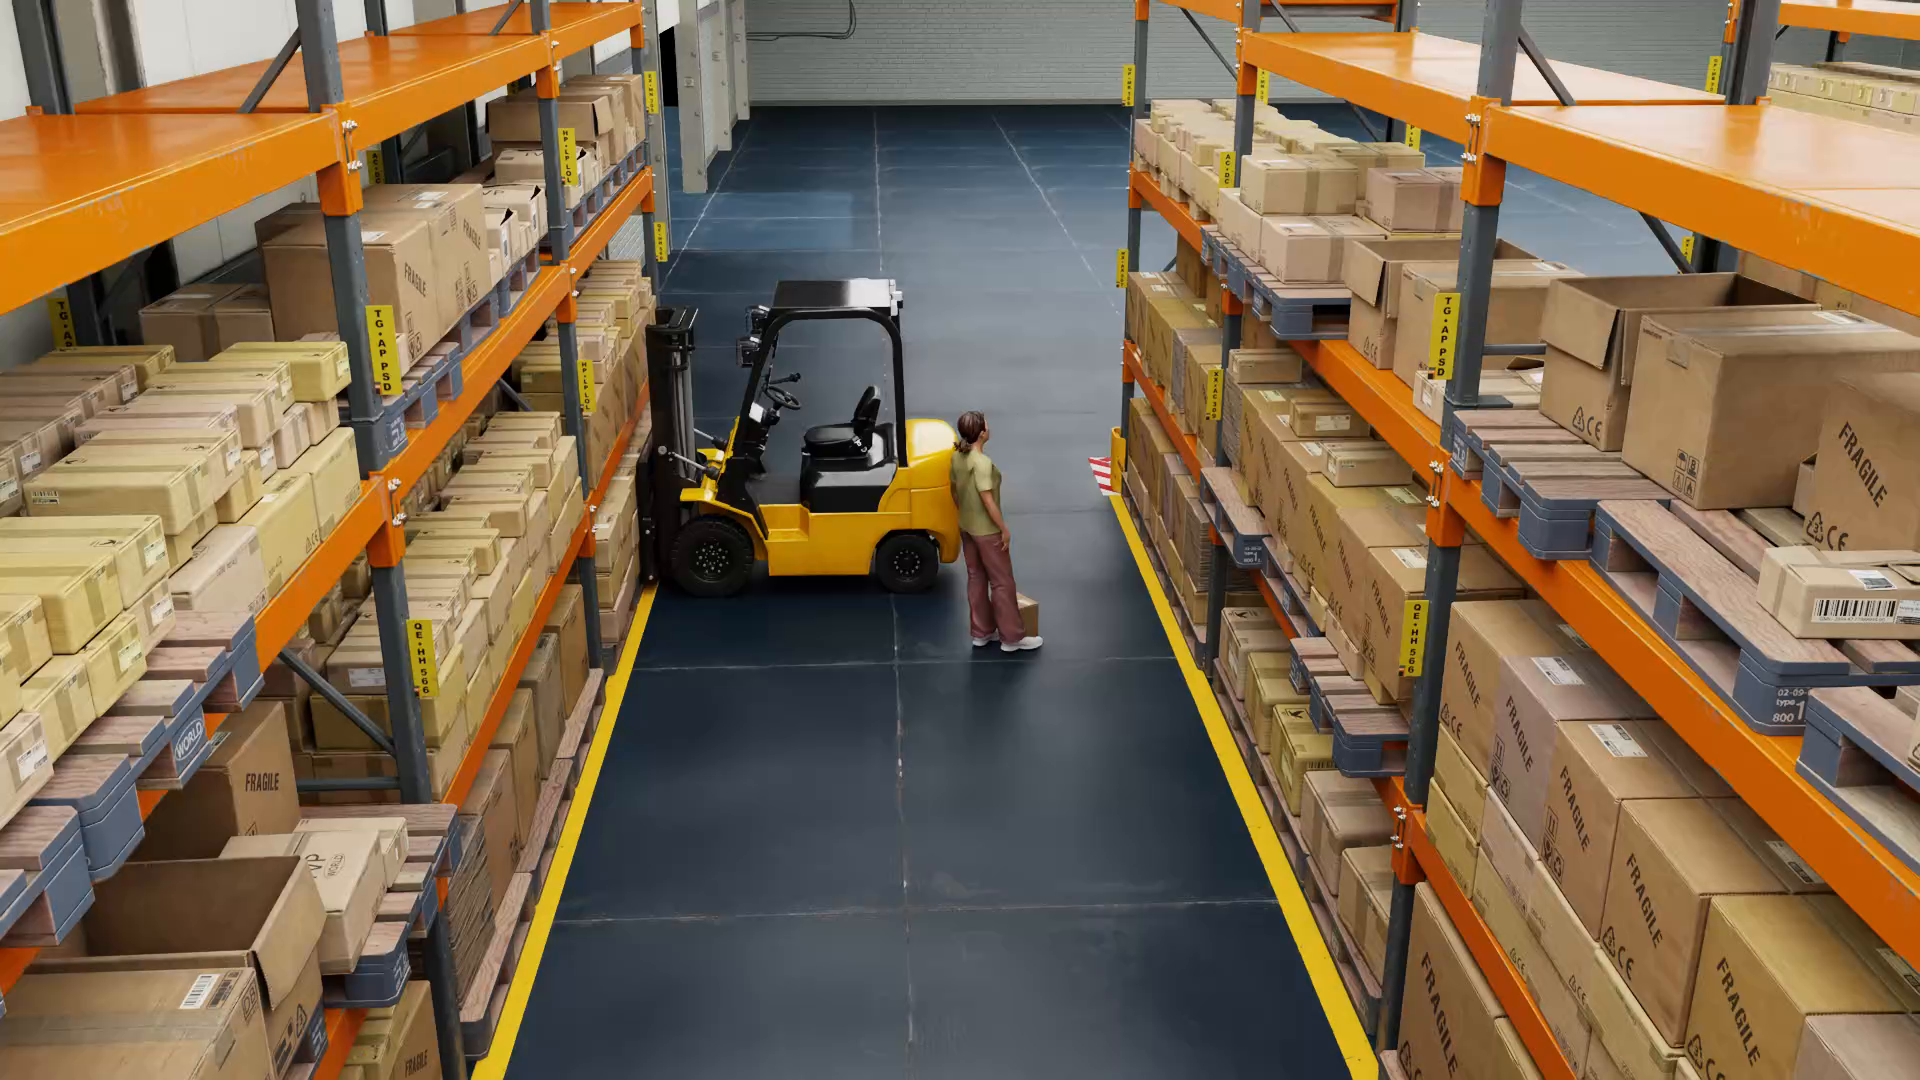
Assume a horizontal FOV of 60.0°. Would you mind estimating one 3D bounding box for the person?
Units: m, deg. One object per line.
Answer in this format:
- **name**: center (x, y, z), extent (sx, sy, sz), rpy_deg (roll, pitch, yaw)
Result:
- **person**: center (0.212, -0.078, 11.263), extent (0.549, 1.675, 0.555), rpy_deg (-12, 24, -30)
